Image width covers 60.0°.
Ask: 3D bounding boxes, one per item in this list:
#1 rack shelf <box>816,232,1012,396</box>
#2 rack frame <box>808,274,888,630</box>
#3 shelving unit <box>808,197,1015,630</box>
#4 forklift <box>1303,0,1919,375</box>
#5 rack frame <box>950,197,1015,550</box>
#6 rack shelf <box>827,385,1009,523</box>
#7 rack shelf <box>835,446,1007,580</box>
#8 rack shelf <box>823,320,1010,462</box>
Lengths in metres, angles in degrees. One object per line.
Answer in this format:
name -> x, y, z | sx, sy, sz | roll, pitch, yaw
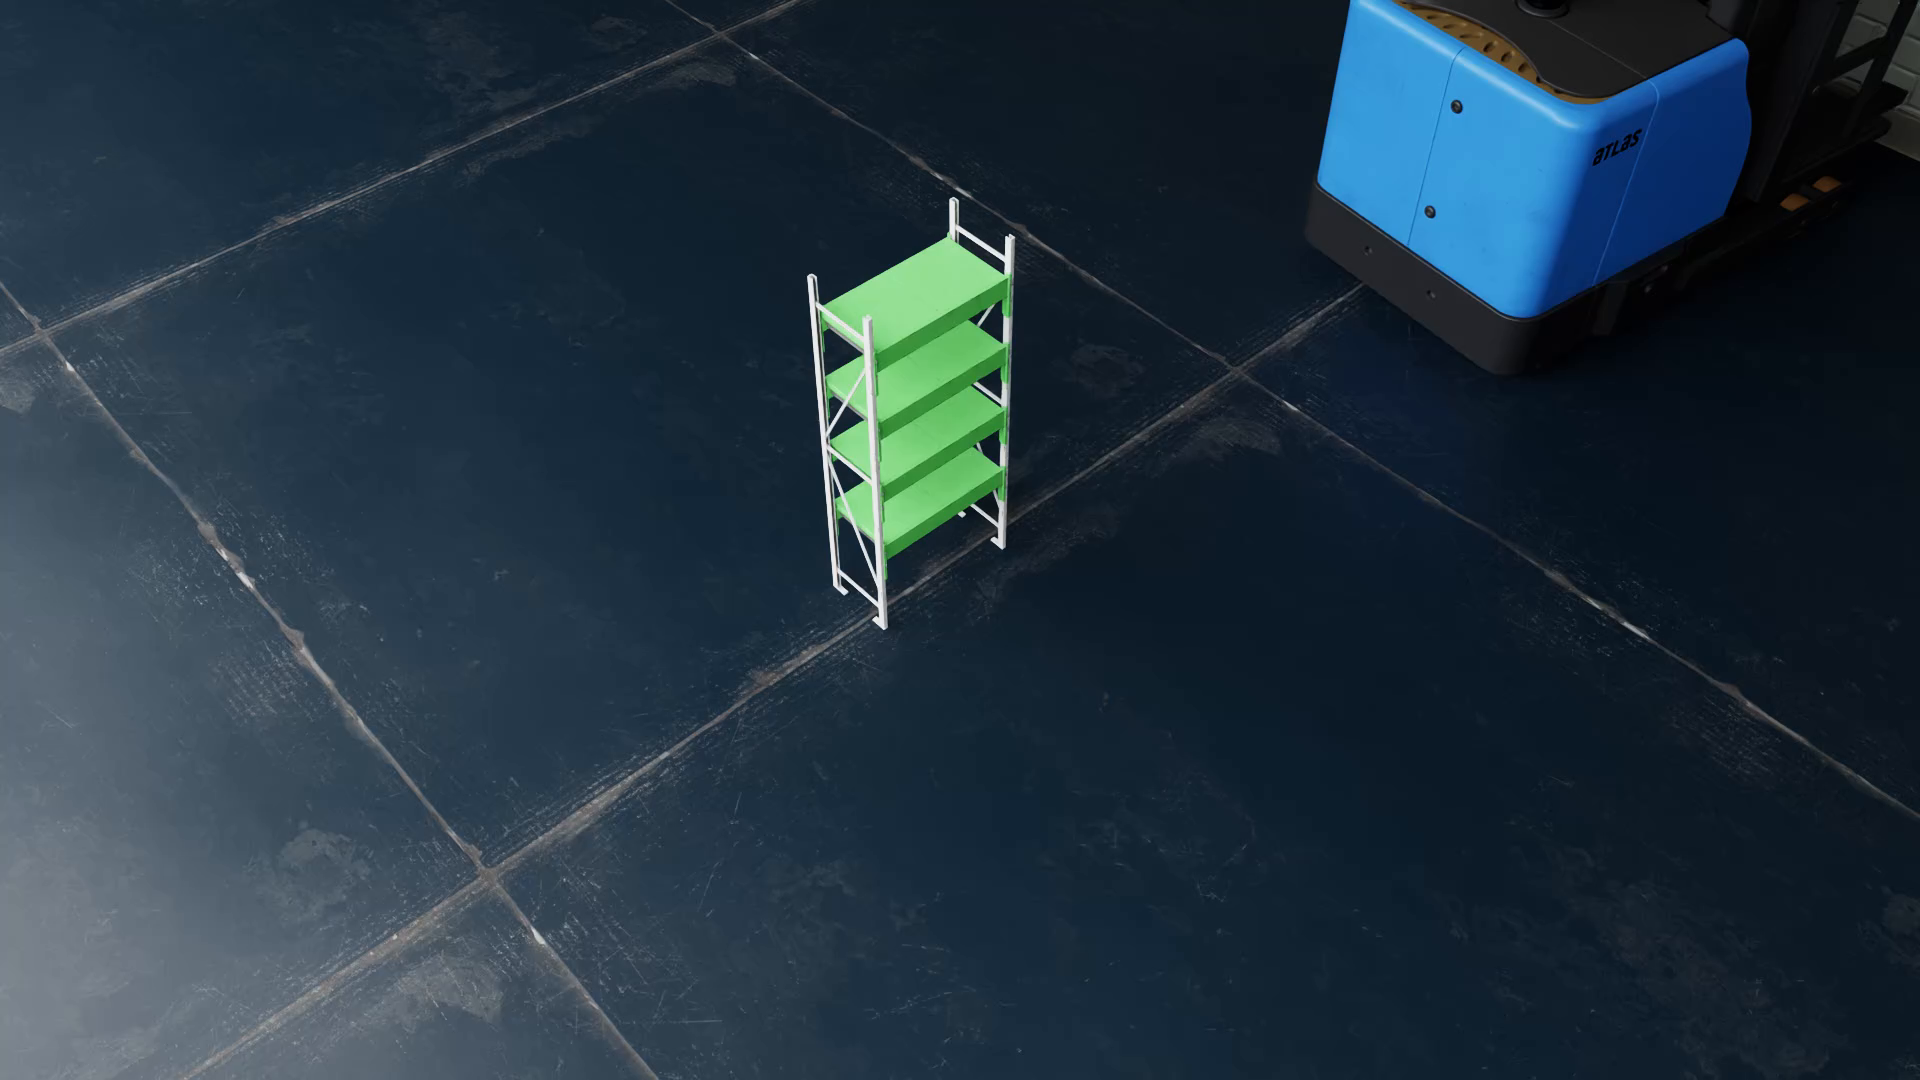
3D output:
rack shelf -> -0.122, -0.607, 4.428 | 0.480, 0.148, 0.258 | -34, 56, -27
rack frame -> -0.303, -0.204, 4.622 | 0.015, 1.200, 0.240 | -34, 56, -27
shelving unit -> -0.122, -0.325, 4.734 | 0.503, 1.200, 0.258 | -34, 56, -27
forklift -> 2.779, -2.429, 5.497 | 3.031, 2.935, 1.130 | -27, 53, -23
rack frame -> 0.058, -0.446, 4.845 | 0.015, 1.200, 0.240 | -34, 56, -27
rack shelf -> -0.122, -0.282, 4.780 | 0.480, 0.148, 0.258 | -34, 56, -27
rack shelf -> -0.122, -0.119, 4.957 | 0.480, 0.148, 0.258 | -34, 56, -27
rack shelf -> -0.122, -0.444, 4.604 | 0.480, 0.148, 0.258 | -34, 56, -27
